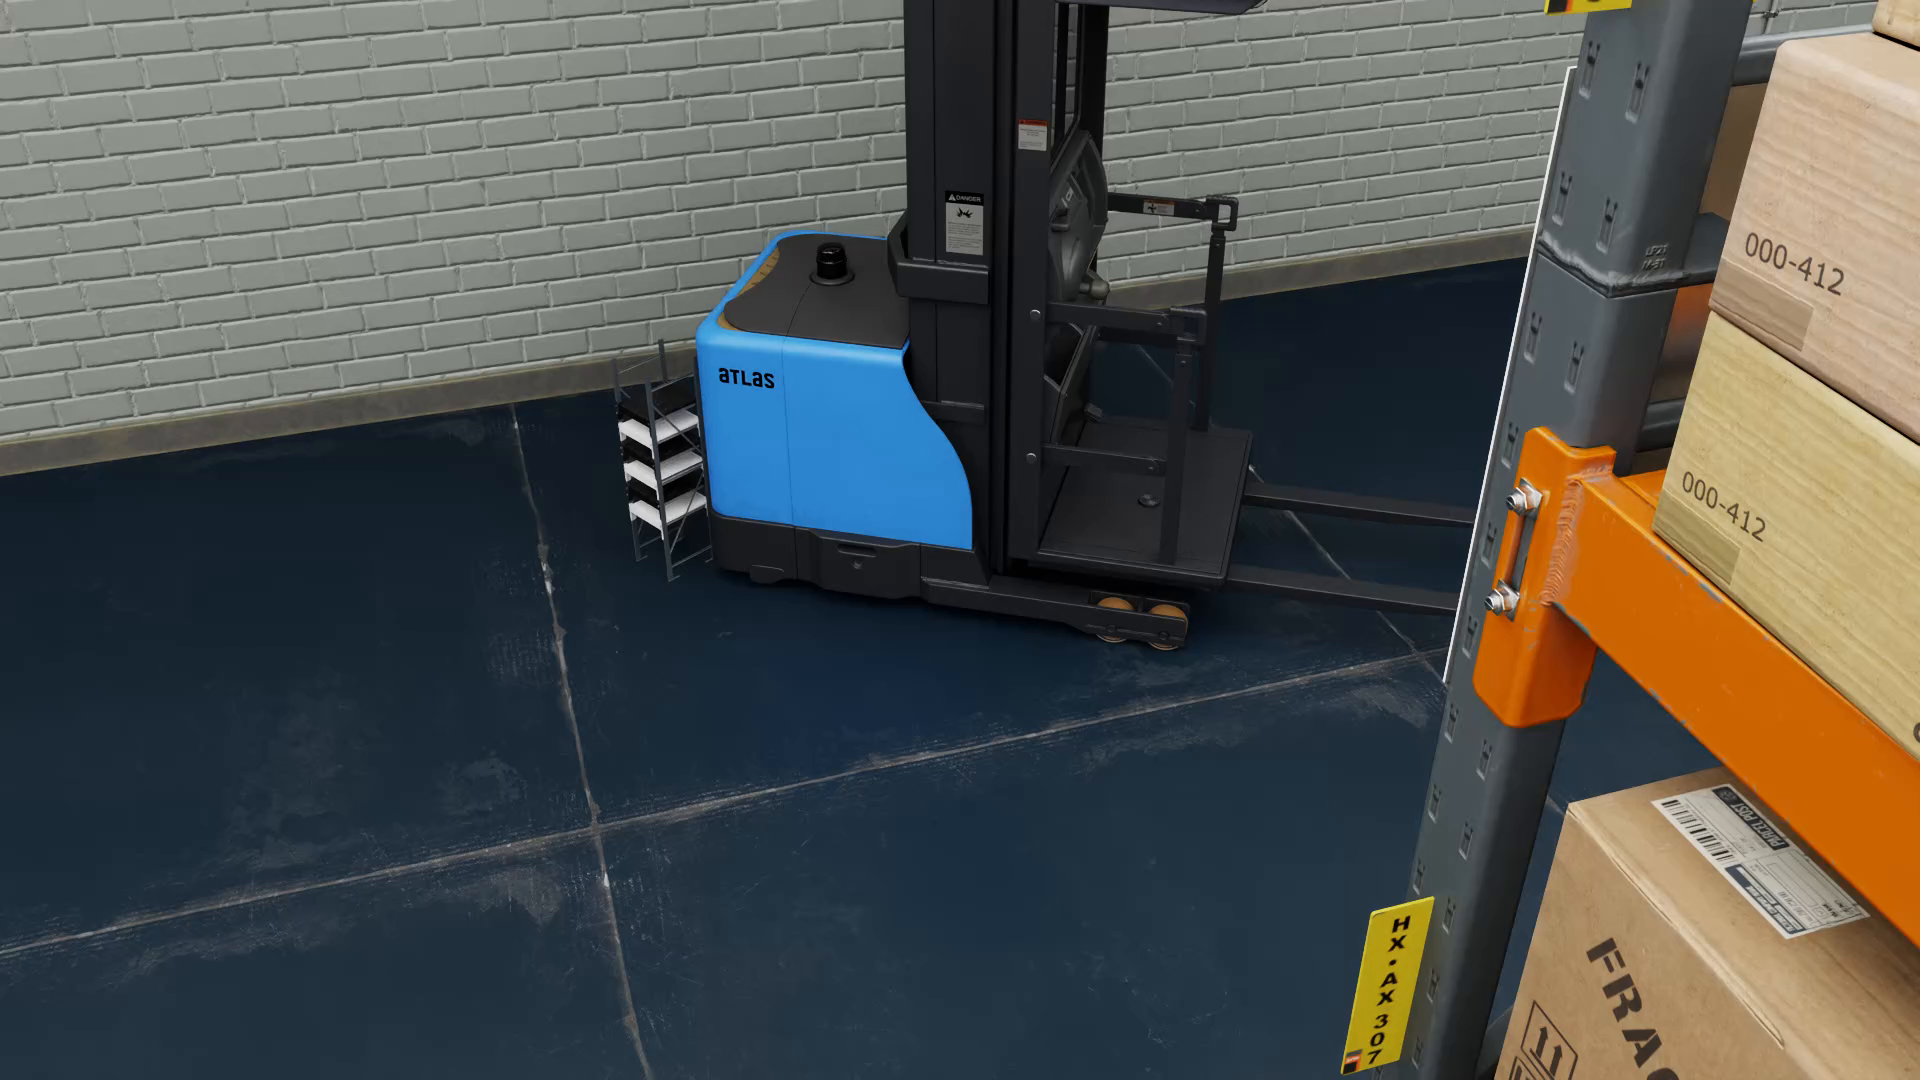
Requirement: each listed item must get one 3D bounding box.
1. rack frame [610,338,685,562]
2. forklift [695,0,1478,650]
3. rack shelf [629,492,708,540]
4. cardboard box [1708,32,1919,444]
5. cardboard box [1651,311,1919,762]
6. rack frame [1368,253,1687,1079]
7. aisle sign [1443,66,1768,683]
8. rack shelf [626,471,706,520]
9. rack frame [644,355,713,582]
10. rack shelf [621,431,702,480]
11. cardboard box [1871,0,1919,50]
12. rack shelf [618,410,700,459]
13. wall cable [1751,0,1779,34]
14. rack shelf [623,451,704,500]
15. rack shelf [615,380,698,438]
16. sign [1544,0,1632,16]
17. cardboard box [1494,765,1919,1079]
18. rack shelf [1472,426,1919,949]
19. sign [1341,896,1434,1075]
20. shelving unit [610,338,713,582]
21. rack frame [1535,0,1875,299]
[{"bbox_3d":[-1.203,-0.337,6.443,0.006,0.900,0.240,28,42,35],"label":"rack frame"},{"bbox_3d":[0.605,-1.141,5.818,3.031,2.935,1.130,8,34,11],"label":"forklift"},{"bbox_3d":[-1.130,-0.120,6.502,0.200,0.077,0.258,28,42,35],"label":"rack shelf"},{"bbox_3d":[0.999,-0.227,1.334,0.500,0.250,0.500,-9,35,-14],"label":"cardboard box"},{"bbox_3d":[1.003,-0.019,1.473,0.500,0.250,0.500,-9,34,-13],"label":"cardboard box"},{"bbox_3d":[1.110,0.891,2.680,1.000,3.000,0.127,-10,35,-15],"label":"rack frame"},{"bbox_3d":[0.802,-0.181,1.945,0.394,0.787,0.004,-10,35,-15],"label":"aisle sign"},{"bbox_3d":[-1.130,-0.195,6.453,0.200,0.077,0.258,28,42,35],"label":"rack shelf"},{"bbox_3d":[-1.056,-0.259,6.326,0.006,0.900,0.240,28,42,35],"label":"rack frame"},{"bbox_3d":[-1.130,-0.345,6.353,0.200,0.077,0.258,28,42,35],"label":"rack shelf"},{"bbox_3d":[0.992,-0.464,1.332,0.380,0.149,0.250,-10,35,-15],"label":"cardboard box"},{"bbox_3d":[-1.130,-0.420,6.304,0.200,0.077,0.258,28,42,35],"label":"rack shelf"},{"bbox_3d":[4.051,-3.388,8.206,0.585,1.953,0.123,-10,35,-15],"label":"wall cable"},{"bbox_3d":[-1.130,-0.270,6.403,0.200,0.077,0.258,28,42,35],"label":"rack shelf"},{"bbox_3d":[-1.130,-0.495,6.254,0.200,0.077,0.258,28,42,35],"label":"rack shelf"},{"bbox_3d":[0.593,-0.634,1.474,0.100,0.325,0.005,-10,35,-15],"label":"sign"},{"bbox_3d":[0.994,0.589,1.871,0.500,0.500,0.500,-10,35,-15],"label":"cardboard box"},{"bbox_3d":[1.720,0.990,0.463,1.077,0.370,4.000,-10,35,-15],"label":"rack shelf"},{"bbox_3d":[0.593,0.621,2.304,0.100,0.325,0.005,-10,35,-15],"label":"sign"},{"bbox_3d":[-1.130,-0.298,6.385,0.210,0.900,0.258,28,42,35],"label":"shelving unit"},{"bbox_3d":[1.110,-1.612,1.027,1.000,3.000,0.127,-10,35,-15],"label":"rack frame"}]
